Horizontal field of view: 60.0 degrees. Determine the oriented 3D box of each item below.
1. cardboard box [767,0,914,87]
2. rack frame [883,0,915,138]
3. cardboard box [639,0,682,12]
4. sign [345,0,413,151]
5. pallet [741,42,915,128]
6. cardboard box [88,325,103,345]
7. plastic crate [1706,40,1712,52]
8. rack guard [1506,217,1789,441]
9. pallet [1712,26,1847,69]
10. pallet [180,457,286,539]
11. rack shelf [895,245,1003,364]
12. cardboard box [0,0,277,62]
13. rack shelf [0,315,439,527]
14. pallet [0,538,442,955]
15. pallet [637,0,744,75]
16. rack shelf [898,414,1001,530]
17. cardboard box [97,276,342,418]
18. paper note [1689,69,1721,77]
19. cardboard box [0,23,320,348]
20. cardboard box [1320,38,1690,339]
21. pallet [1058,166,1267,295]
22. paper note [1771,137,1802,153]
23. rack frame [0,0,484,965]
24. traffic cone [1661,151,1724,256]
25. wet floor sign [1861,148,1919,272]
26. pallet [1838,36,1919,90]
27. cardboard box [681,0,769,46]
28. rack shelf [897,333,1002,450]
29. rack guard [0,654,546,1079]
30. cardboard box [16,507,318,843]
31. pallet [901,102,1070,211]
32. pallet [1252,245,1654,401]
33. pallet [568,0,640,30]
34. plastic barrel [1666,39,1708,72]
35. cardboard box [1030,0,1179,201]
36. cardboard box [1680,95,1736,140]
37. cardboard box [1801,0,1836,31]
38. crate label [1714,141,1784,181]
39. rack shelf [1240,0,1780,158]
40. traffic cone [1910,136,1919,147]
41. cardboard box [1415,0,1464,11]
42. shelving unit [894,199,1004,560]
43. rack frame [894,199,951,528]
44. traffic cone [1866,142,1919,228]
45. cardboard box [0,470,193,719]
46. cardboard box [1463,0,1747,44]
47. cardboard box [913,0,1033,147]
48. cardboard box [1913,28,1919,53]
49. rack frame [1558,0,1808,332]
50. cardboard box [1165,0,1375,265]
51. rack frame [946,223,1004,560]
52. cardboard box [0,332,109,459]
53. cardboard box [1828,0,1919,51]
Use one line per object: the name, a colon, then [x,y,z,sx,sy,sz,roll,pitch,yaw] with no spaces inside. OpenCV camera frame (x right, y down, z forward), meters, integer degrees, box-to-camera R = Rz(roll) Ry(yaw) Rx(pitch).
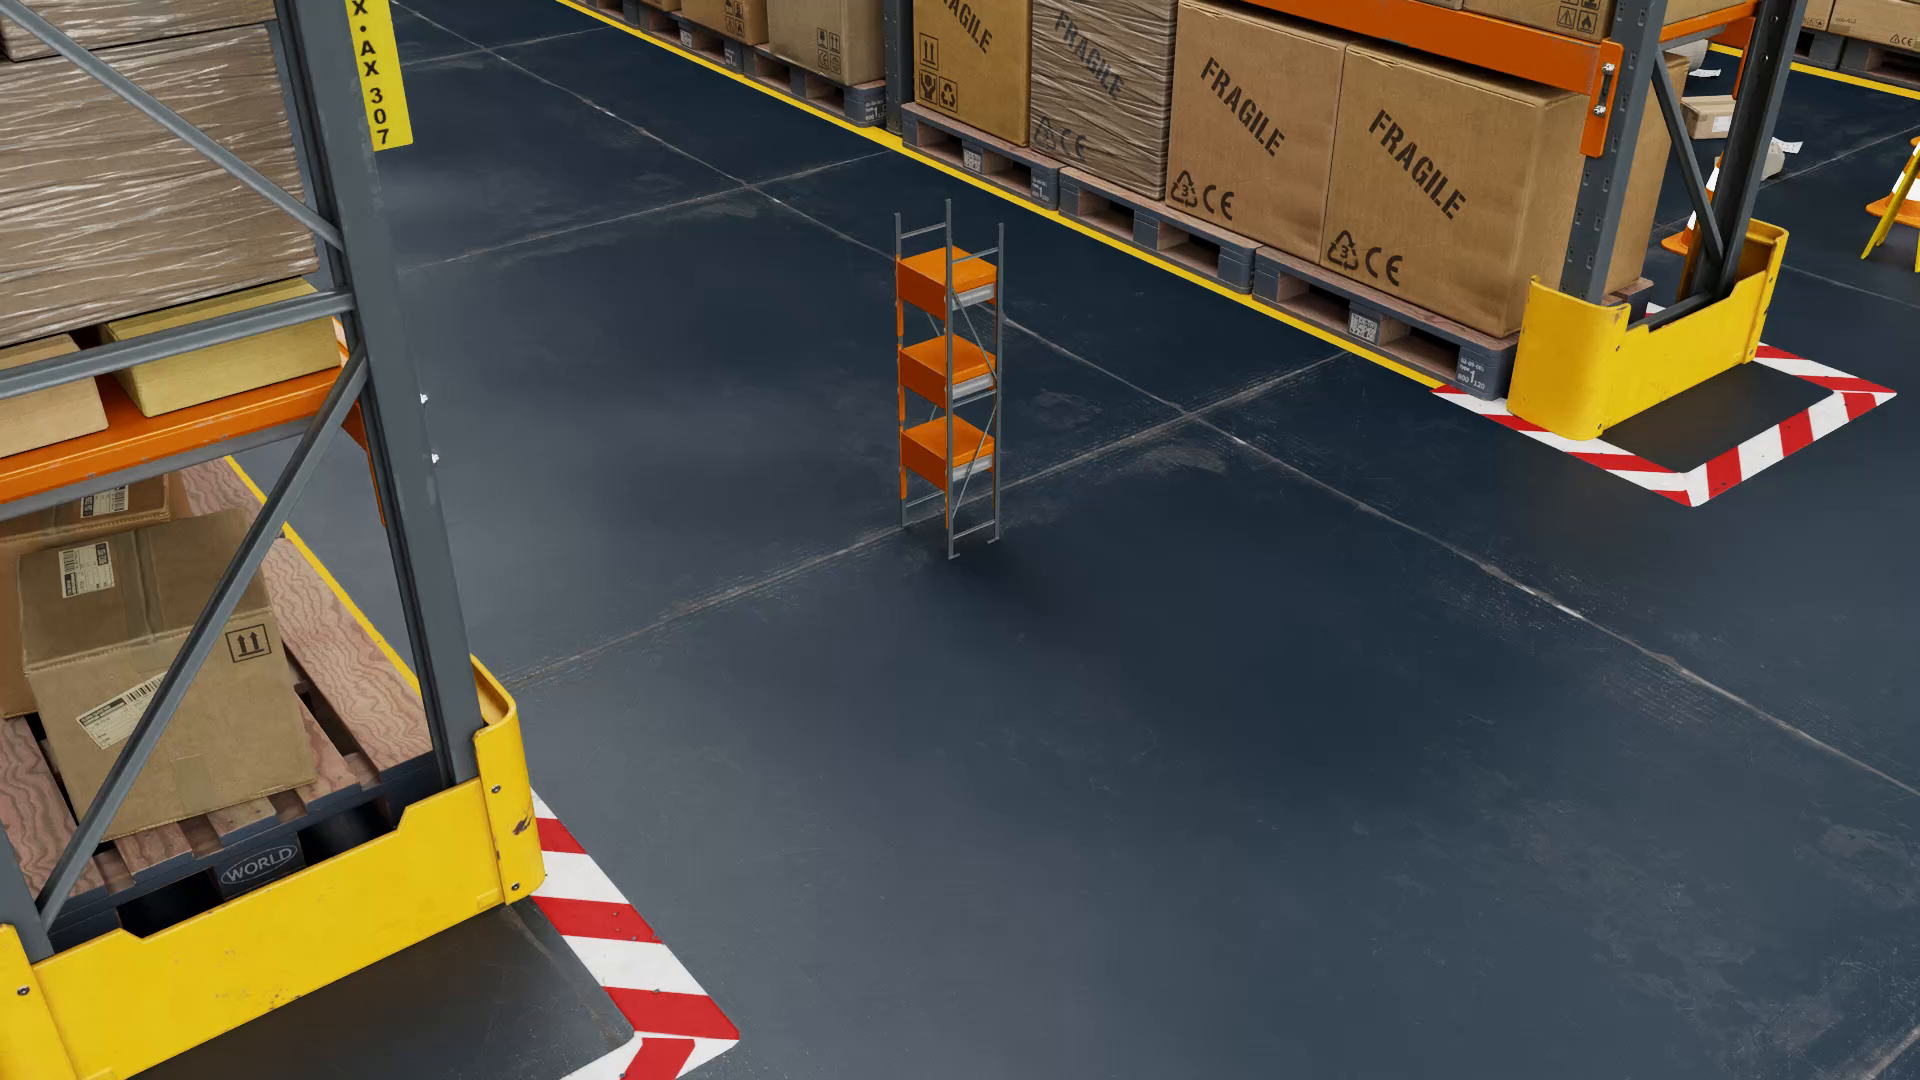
cardboard box: [-0.406,-2.996,8.965,1.050,0.750,0.750,-22,38,-32]
rack frame: [0.046,-3.544,8.113,1.000,3.000,0.127,-22,38,-31]
cardboard box: [-1.566,-3.787,10.239,1.050,0.750,0.750,-22,38,-31]
sign: [-1.052,-0.857,2.967,0.100,0.325,0.005,-22,38,-31]
pallet: [-0.487,-2.656,9.327,1.003,0.211,1.213,-22,38,-31]
cardboard box: [-1.606,-0.514,3.472,0.380,0.149,0.250,-22,38,-31]
plastic crate: [4.209,-3.027,10.049,0.583,0.080,0.402,18,36,27]
rack guard: [2.514,-0.805,6.072,1.175,0.500,0.348,-22,38,-31]
pallet: [5.086,-3.225,10.243,1.003,0.211,1.213,-22,38,-31]
pallet: [-2.742,-0.019,5.081,1.003,0.211,1.213,-22,38,-31]
rack shelf: [-0.033,-0.700,4.865,0.215,0.259,0.240,-22,38,-31]
cardboard box: [-1.603,-1.225,3.055,0.500,0.500,0.500,-22,38,-31]
rack shelf: [-2.707,-0.842,4.444,1.077,0.370,4.000,-22,38,-31]
pallet: [-1.998,0.489,4.263,1.003,0.211,1.213,-22,38,-31]
pallet: [-1.239,-3.165,10.146,1.003,0.211,1.213,-22,38,-31]
rack shelf: [-0.033,-0.223,5.161,0.215,0.259,0.240,-22,38,-31]
cardboard box: [-1.467,-0.403,3.294,0.380,0.149,0.250,-22,38,-31]
paper note: [4.279,-2.688,9.549,0.148,0.019,0.142,18,36,27]
cardboard box: [-1.797,-0.721,3.191,0.875,0.500,0.500,-22,38,-31]
cardboard box: [2.031,-1.414,6.299,0.875,0.875,0.875,-22,38,-31]
pallet: [1.203,-1.508,7.478,1.003,0.211,1.213,-22,38,-31]
paper note: [4.195,-2.009,8.456,0.142,0.019,0.148,18,36,27]
rack frame: [-1.481,-0.314,2.912,1.000,3.000,0.127,-22,38,-31]
traffic cone: [3.295,-1.480,7.194,0.336,0.463,0.334,-22,38,-31]
wet floor sign: [4.081,-1.505,7.062,0.232,0.644,0.267,26,40,35]
pallet: [5.830,-2.717,9.425,1.003,0.211,1.213,-22,38,-31]
cardboard box: [-0.994,-3.399,9.614,1.050,0.750,0.750,-22,38,-31]
rack shelf: [-0.033,-0.459,5.014,0.215,0.259,0.240,-22,38,-31]
rack guard: [-1.528,0.716,3.623,1.175,0.500,0.348,-22,38,-31]
cardboard box: [-1.851,0.304,3.889,0.500,0.500,0.500,-15,35,-23]
pallet: [0.451,-2.017,8.297,1.003,0.211,1.213,-22,38,-31]
pallet: [1.947,-1.000,6.660,1.003,0.211,1.213,-22,38,-31]
pallet: [-1.983,-3.673,10.964,1.003,0.211,1.213,-22,38,-31]
plastic barrel: [3.885,-2.797,9.352,0.512,0.421,0.421,1,32,2]
cardboard box: [0.932,-2.160,7.501,0.875,0.875,0.875,-22,38,-31]
cardboard box: [3.948,-2.202,8.654,0.380,0.149,0.250,-4,32,-7]
cardboard box: [5.002,-3.215,9.792,0.500,0.250,0.500,-24,39,-33]
crate label: [3.865,-1.873,8.135,0.298,0.136,0.250,12,34,19]
rack shelf: [1.273,-2.405,6.960,1.077,0.370,4.000,-22,38,-31]
traffic cone: [5.064,-2.204,8.361,0.336,0.463,0.334,-22,38,-31]
cardboard box: [1.881,-2.302,5.972,0.875,0.550,0.550,-22,38,-31]
shelving unit: [-0.033,-0.468,5.009,0.215,1.050,0.252,-22,38,-31]
rack frame: [-0.108,-0.519,5.091,0.200,1.050,0.008,-22,38,-31]
traffic cone: [4.396,-1.704,7.554,0.336,0.463,0.334,-22,38,-31]
cardboard box: [-2.244,0.066,4.272,0.500,0.500,0.500,-12,34,-19]
cardboard box: [2.236,-2.080,5.614,0.875,0.550,0.550,-22,38,-31]
cardboard box: [0.377,-2.535,8.104,0.875,0.875,0.875,-22,38,-31]
cardboard box: [5.624,-2.790,9.108,0.500,0.250,0.500,-22,38,-32]
rack frame: [2.499,-1.877,5.428,1.000,3.000,0.127,-22,38,-31]
cardboard box: [1.490,-1.780,6.888,0.875,0.875,0.875,-23,39,-32]
rack frame: [0.042,-0.417,4.927,0.200,1.050,0.008,-22,38,-31]
cardboard box: [-1.819,-0.259,3.062,0.380,0.149,0.250,-22,38,-31]
cardboard box: [5.328,-2.999,9.443,0.500,0.250,0.500,-22,38,-31]
